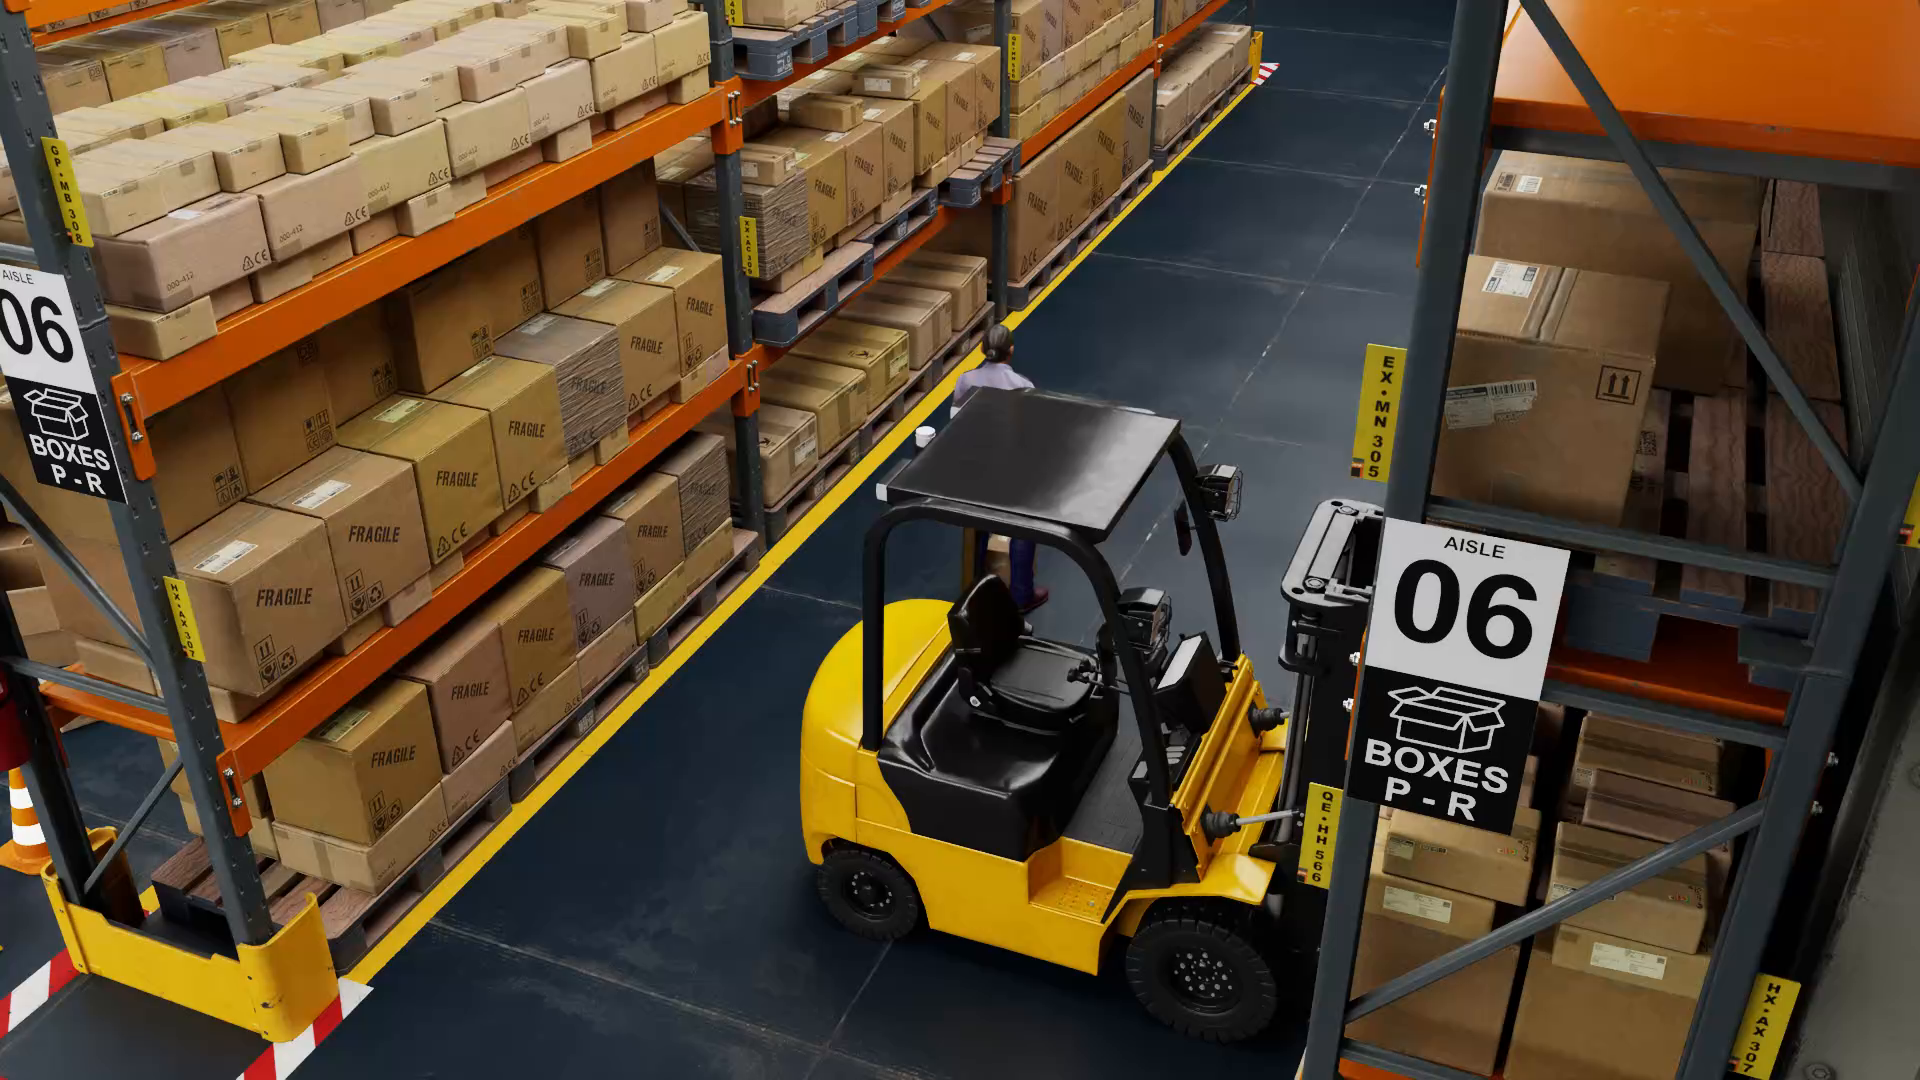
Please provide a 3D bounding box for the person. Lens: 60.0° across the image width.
[{"bbox_3d":[0.208,-0.373,9.051,0.549,1.650,0.370,10,31,17],"label":"person"}]
